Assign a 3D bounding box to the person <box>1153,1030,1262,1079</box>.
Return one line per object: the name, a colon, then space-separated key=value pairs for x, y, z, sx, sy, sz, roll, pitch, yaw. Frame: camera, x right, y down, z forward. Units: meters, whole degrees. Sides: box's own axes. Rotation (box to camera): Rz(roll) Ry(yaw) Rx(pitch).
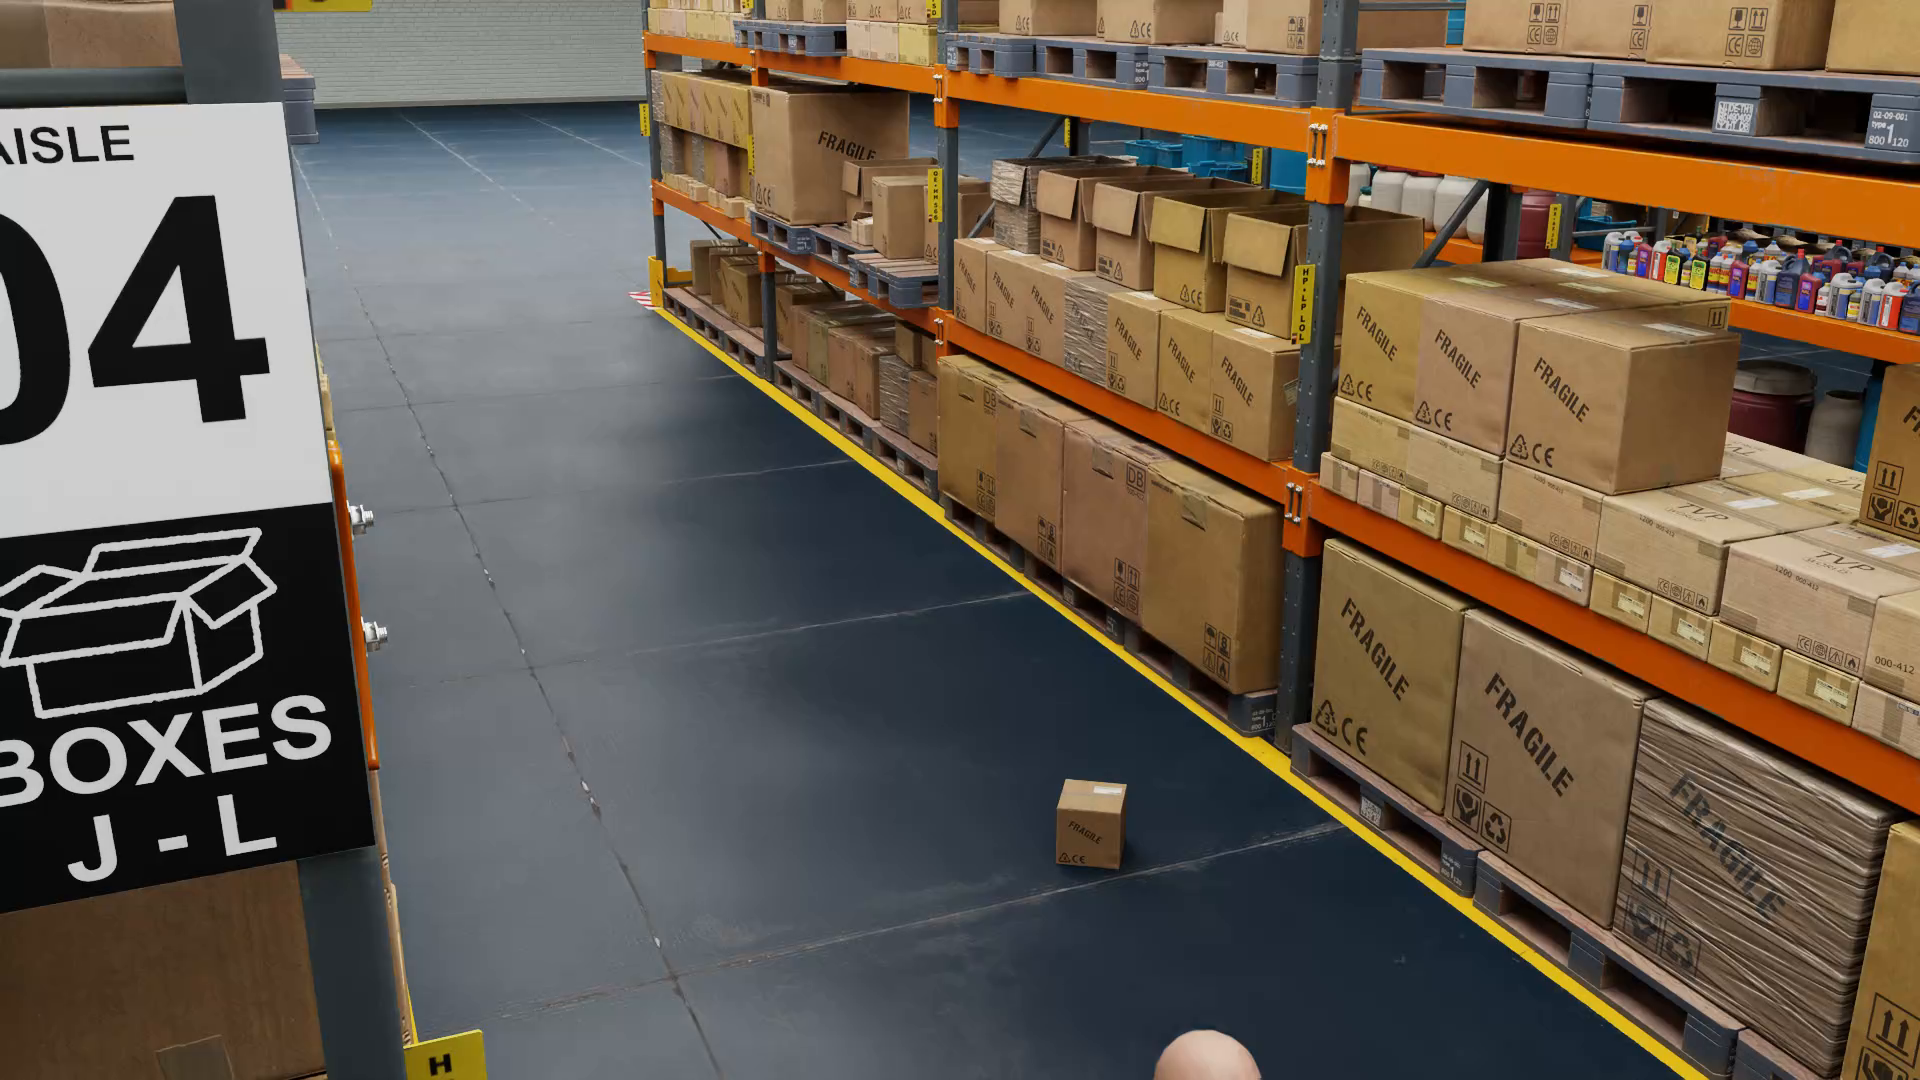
person: x=0.380 y=1.607 z=2.788 sx=0.559 sy=1.740 sz=1.019 roll=0 pitch=19 yaw=0
